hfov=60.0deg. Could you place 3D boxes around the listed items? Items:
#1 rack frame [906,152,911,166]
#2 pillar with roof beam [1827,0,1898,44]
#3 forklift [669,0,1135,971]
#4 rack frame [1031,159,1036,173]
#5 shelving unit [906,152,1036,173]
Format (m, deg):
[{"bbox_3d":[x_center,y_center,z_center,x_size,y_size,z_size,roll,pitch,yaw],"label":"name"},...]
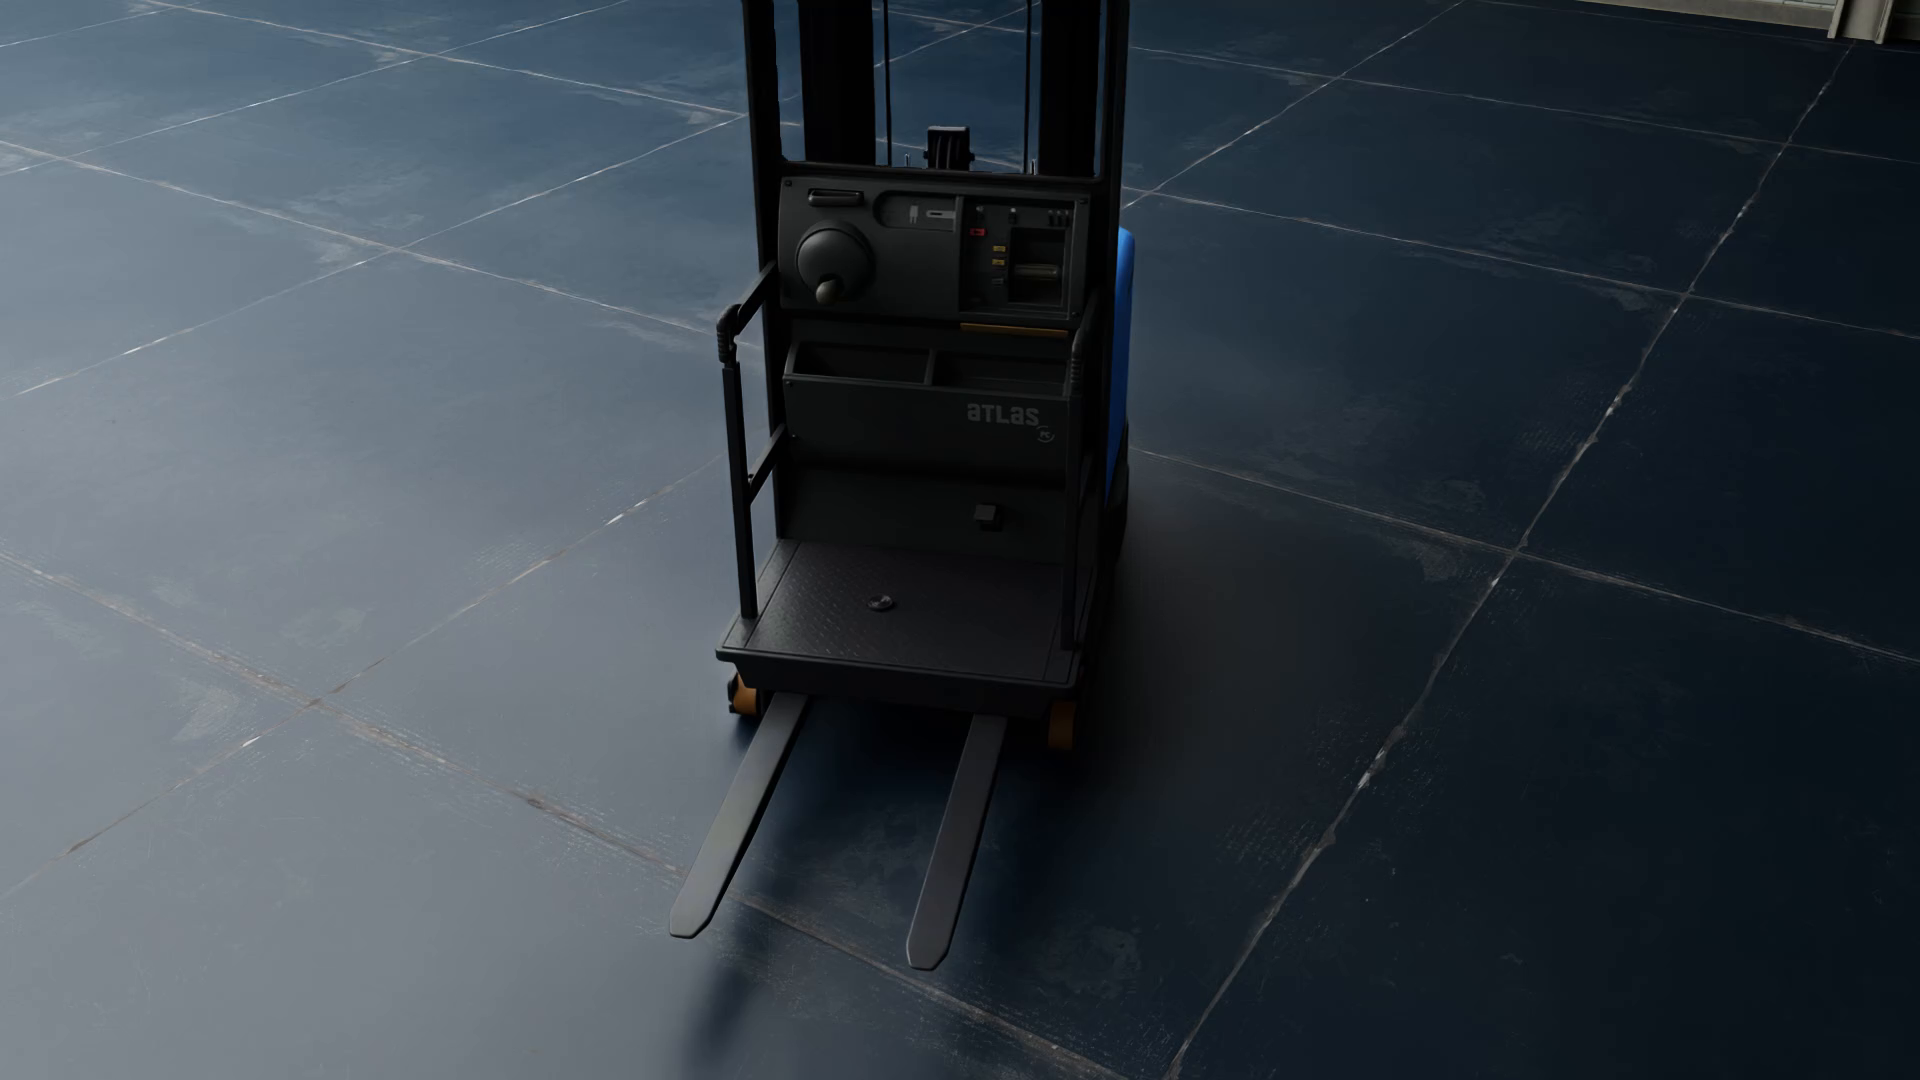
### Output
[{"bbox_3d":[-0.217,-0.923,6.642,0.015,1.200,0.240,5,31,9],"label":"rack frame"},{"bbox_3d":[4.723,-5.981,7.572,0.400,9.000,9.100,18,35,27],"label":"pillar with roof beam"},{"bbox_3d":[-0.118,-0.813,4.735,1.130,2.935,3.031,5,31,9],"label":"forklift"},{"bbox_3d":[0.264,-0.881,6.570,0.015,1.200,0.240,5,31,9],"label":"rack frame"},{"bbox_3d":[0.023,-0.902,6.606,0.503,1.200,0.258,5,31,9],"label":"shelving unit"}]
